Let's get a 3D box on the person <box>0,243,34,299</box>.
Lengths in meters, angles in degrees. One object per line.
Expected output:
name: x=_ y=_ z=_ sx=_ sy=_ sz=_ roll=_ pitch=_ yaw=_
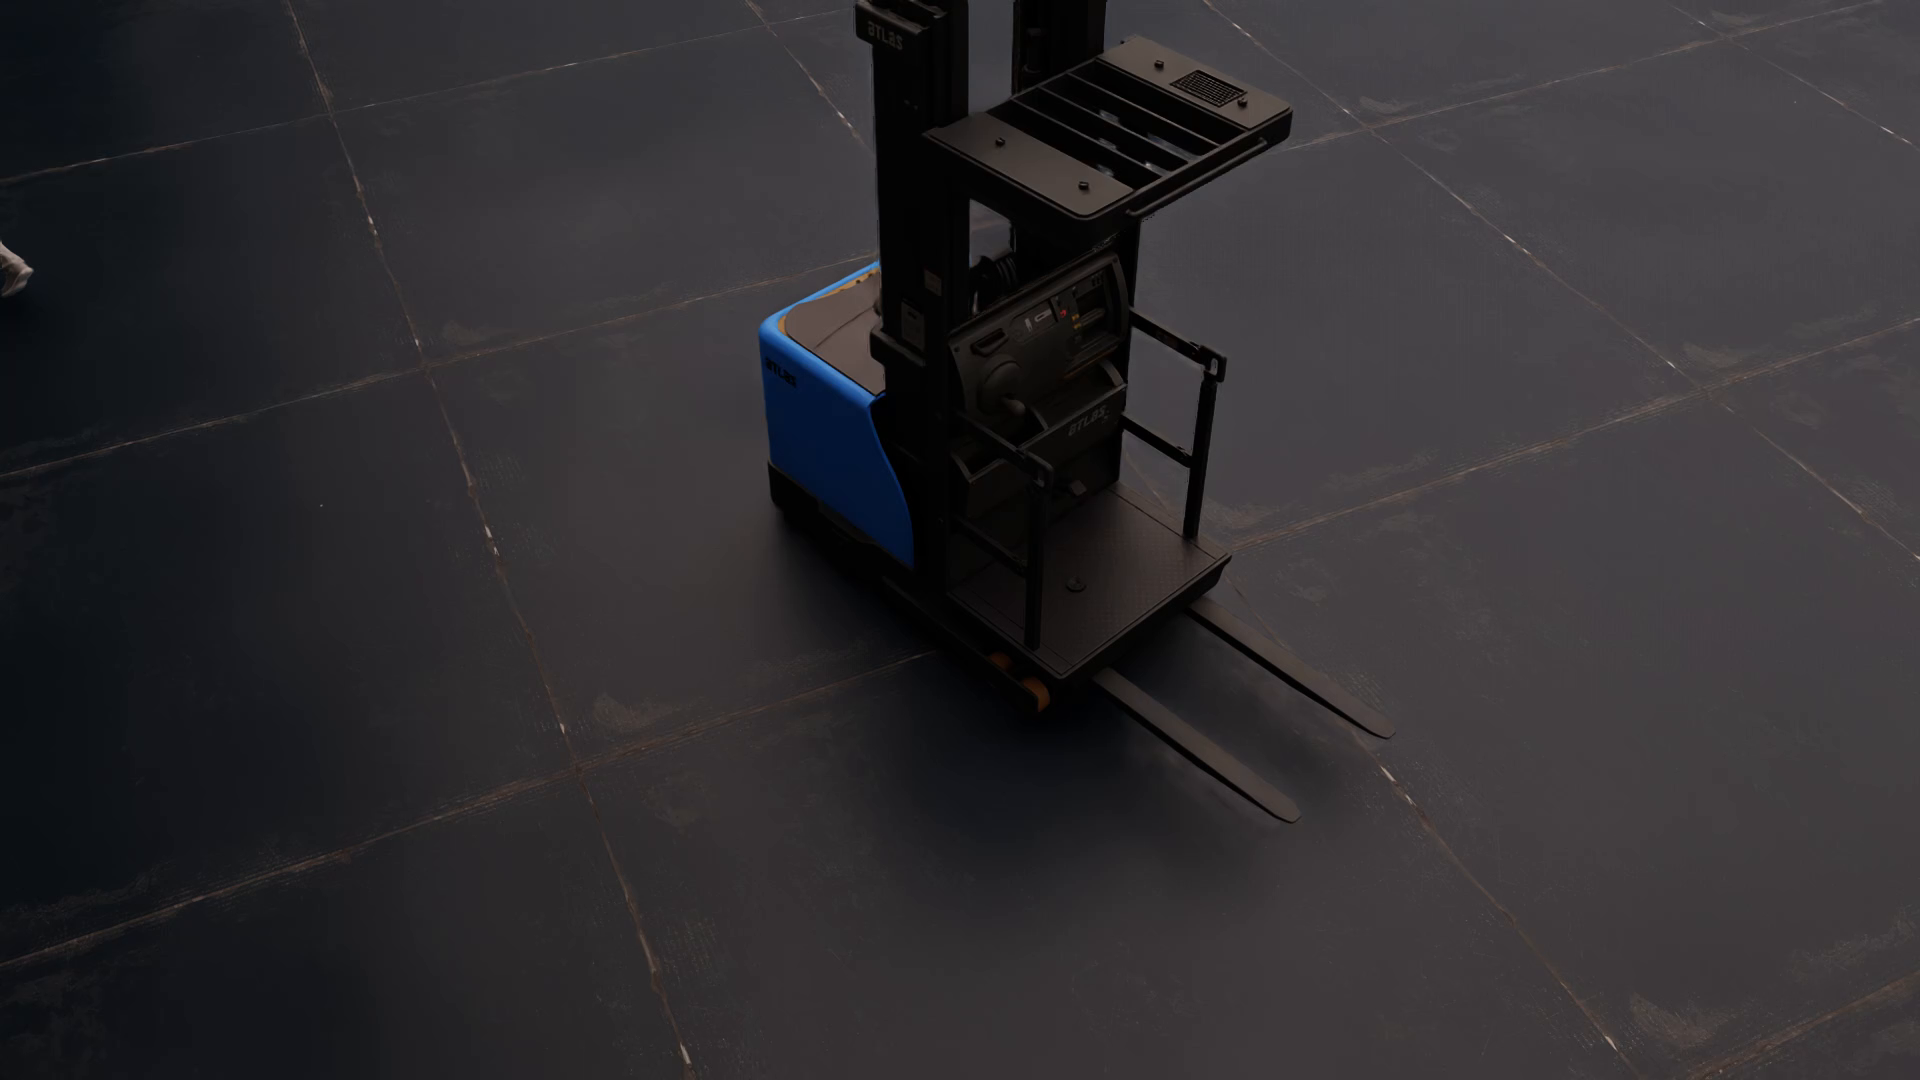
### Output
person: x=-5.390 y=-1.840 z=8.618 sx=0.526 sy=1.621 sz=0.660 roll=10 pitch=44 yaw=11

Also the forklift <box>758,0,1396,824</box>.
forklift: x=0.472 y=-0.734 z=6.467 sx=1.130 sy=2.935 sz=3.031 roll=-33 pitch=52 yaw=-30
